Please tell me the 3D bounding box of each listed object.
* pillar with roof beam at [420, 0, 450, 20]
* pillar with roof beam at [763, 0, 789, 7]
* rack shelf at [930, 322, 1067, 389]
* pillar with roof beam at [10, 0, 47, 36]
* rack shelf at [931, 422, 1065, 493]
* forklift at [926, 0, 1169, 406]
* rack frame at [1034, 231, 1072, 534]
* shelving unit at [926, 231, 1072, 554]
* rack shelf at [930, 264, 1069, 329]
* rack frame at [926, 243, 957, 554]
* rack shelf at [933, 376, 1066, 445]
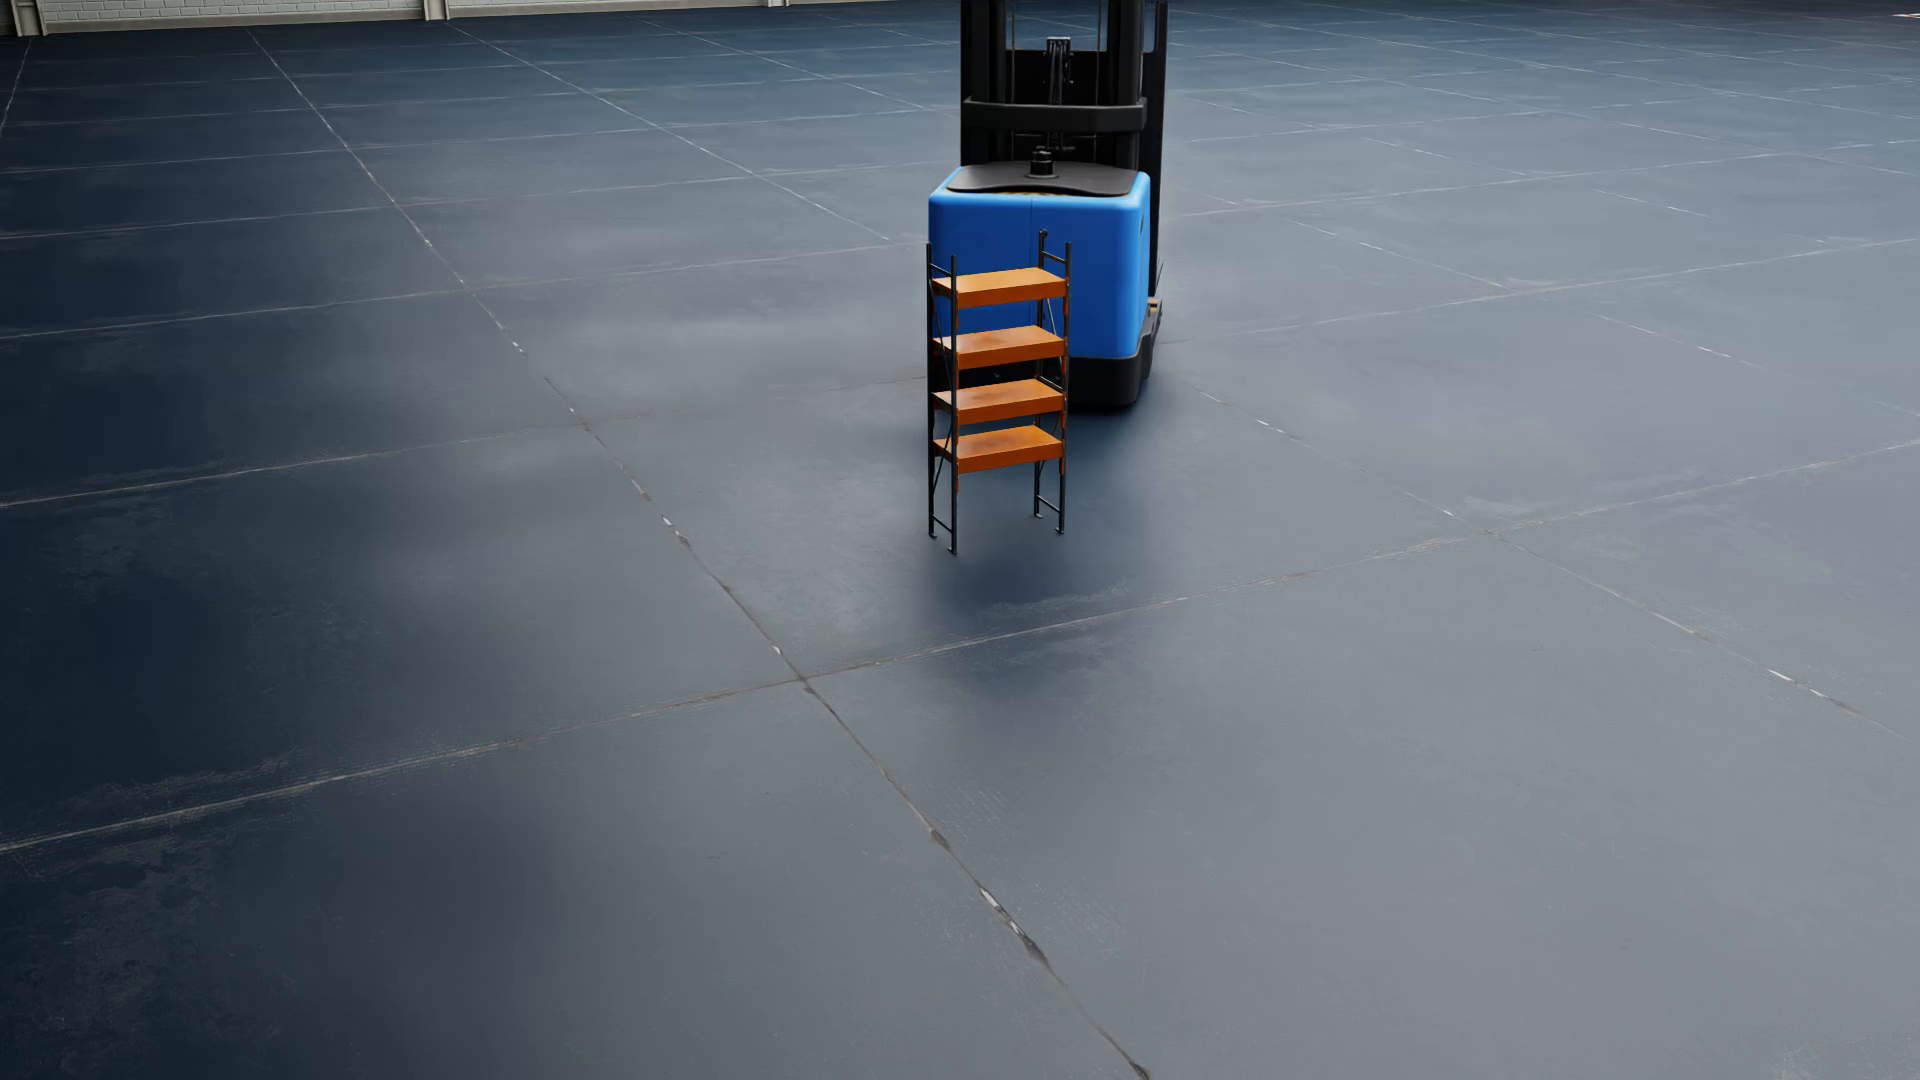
[{"bbox_3d":[-6.883,-11.381,22.479,0.400,9.000,9.100,-10,25,-24],"label":"pillar with roof beam"},{"bbox_3d":[-1.476,-12.376,24.883,0.400,9.000,9.100,-10,25,-24],"label":"pillar with roof beam"},{"bbox_3d":[0.149,-0.726,6.527,0.480,0.148,0.258,-10,25,-24],"label":"rack shelf"},{"bbox_3d":[-12.289,-10.386,20.074,0.400,9.000,9.100,-10,25,-24],"label":"pillar with roof beam"},{"bbox_3d":[0.149,-0.336,6.689,0.480,0.148,0.258,-10,25,-24],"label":"rack shelf"},{"bbox_3d":[0.587,-2.543,9.062,1.130,2.935,3.031,4,23,9],"label":"forklift"},{"bbox_3d":[0.369,-0.622,6.685,0.015,1.200,0.240,-10,25,-24],"label":"rack frame"},{"bbox_3d":[0.149,-0.582,6.587,0.503,1.200,0.258,-10,25,-24],"label":"shelving unit"},{"bbox_3d":[0.149,-0.945,6.437,0.480,0.148,0.258,-10,25,-24],"label":"rack shelf"},{"bbox_3d":[-0.071,-0.541,6.489,0.015,1.200,0.240,-10,25,-24],"label":"rack frame"},{"bbox_3d":[0.149,-0.520,6.613,0.480,0.148,0.258,-10,25,-24],"label":"rack shelf"}]
